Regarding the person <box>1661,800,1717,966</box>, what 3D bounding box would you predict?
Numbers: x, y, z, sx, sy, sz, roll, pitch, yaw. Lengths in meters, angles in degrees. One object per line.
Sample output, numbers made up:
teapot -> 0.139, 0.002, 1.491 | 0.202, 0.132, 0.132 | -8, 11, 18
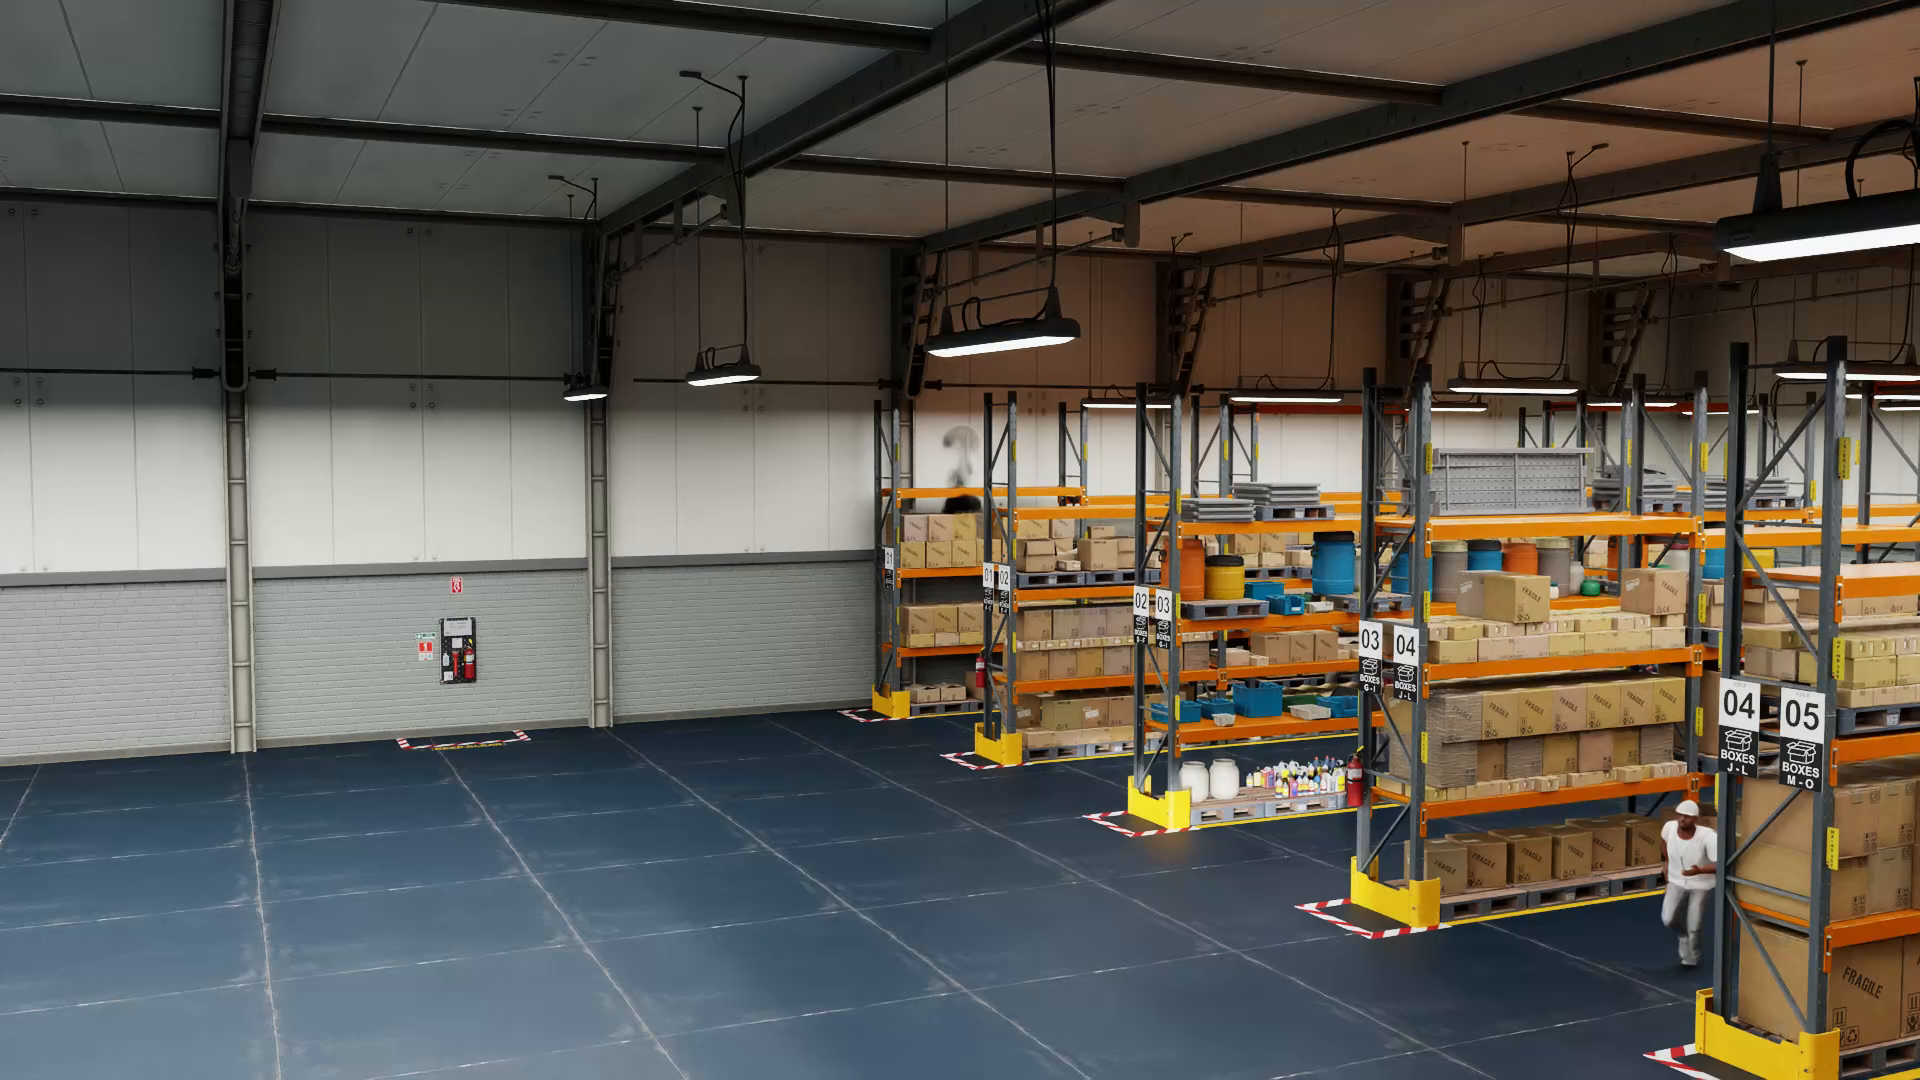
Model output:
person -> 7.090, 3.350, 16.192 | 0.654, 1.680, 0.735 | 3, 4, 40

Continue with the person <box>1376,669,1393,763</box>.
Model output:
person -> 6.931, 2.734, 26.928 | 0.880, 1.765, 0.711 | -2, 4, -25

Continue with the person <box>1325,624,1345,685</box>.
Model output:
person -> 7.278, 2.459, 32.344 | 0.554, 1.661, 0.569 | -1, 4, -18
